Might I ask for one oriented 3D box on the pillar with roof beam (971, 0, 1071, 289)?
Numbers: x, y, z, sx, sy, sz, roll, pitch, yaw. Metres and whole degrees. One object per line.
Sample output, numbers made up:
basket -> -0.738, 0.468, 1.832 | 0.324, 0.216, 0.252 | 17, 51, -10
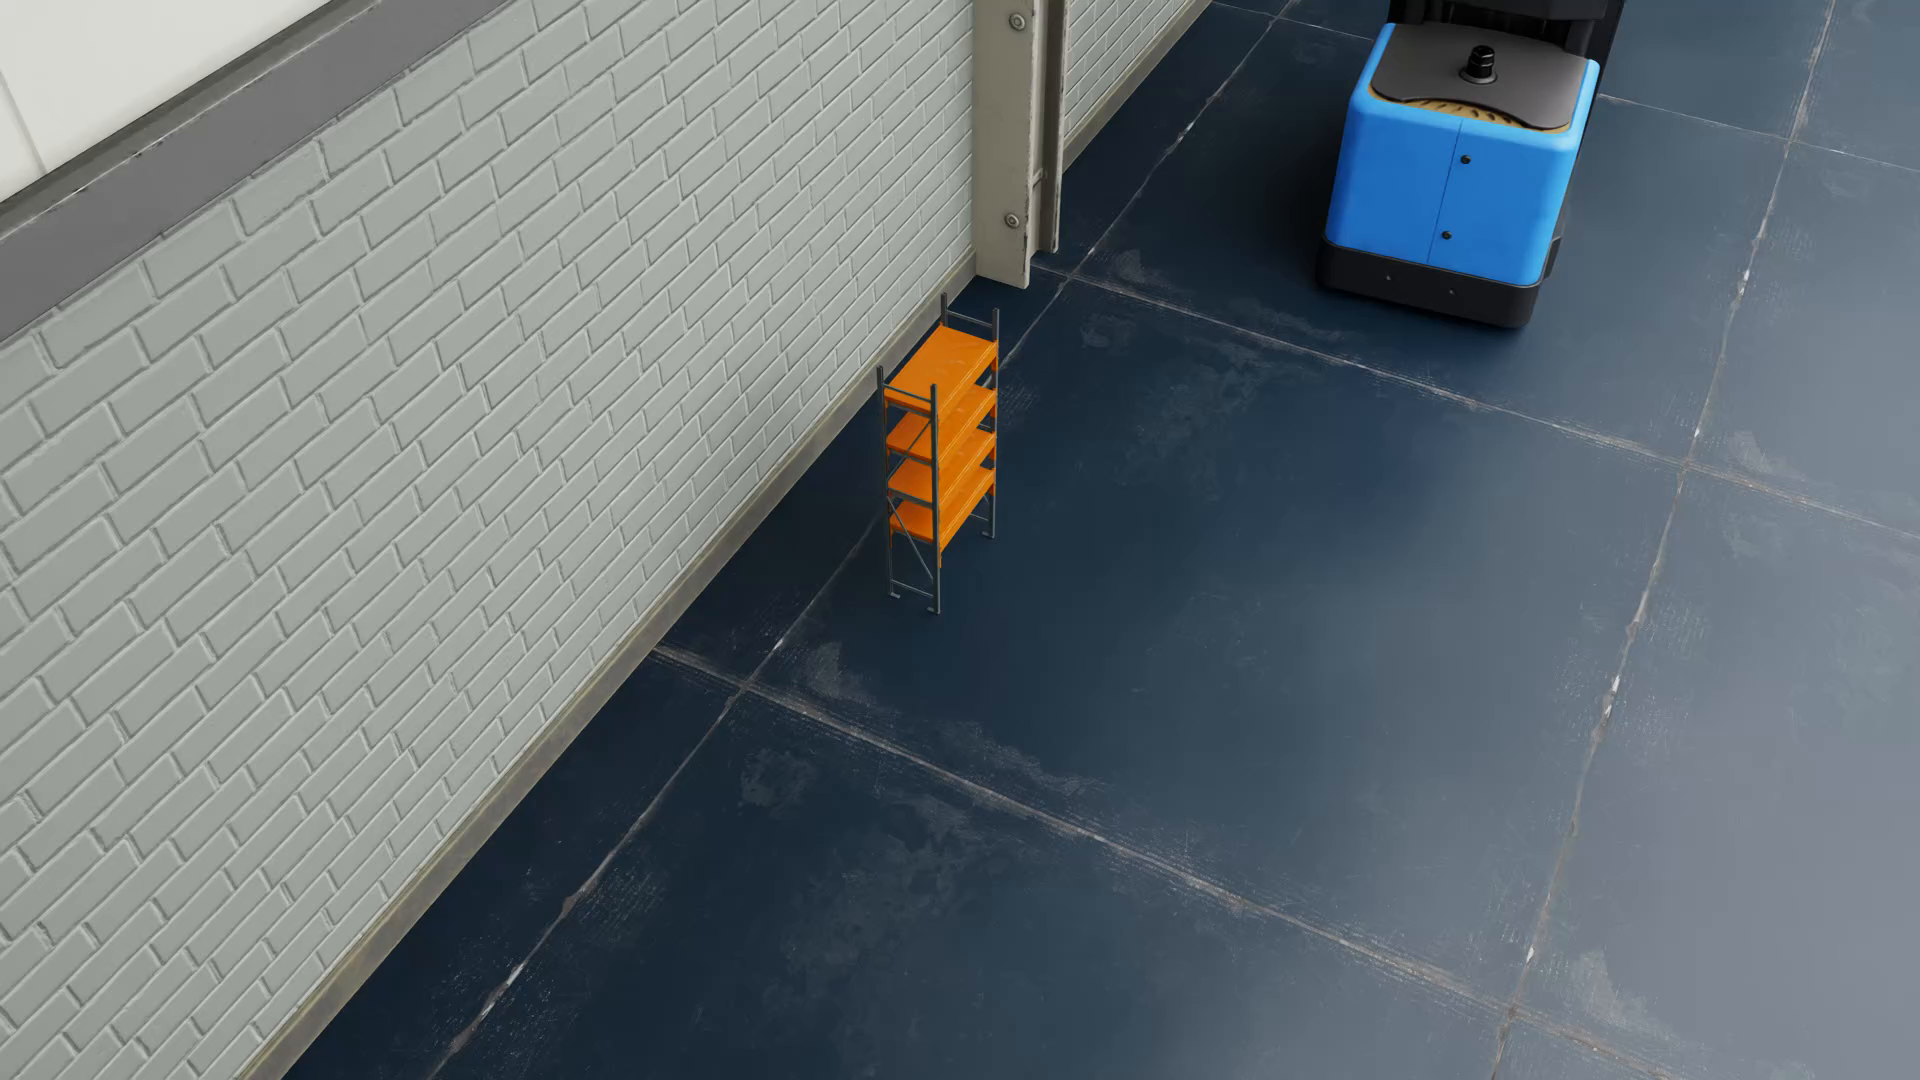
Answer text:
pillar with roof beam -> 4.089, -3.163, 3.829 | 9.100, 9.000, 0.400 | 20, 49, 19

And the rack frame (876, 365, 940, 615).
rack frame -> -0.190, -0.164, 6.348 | 0.240, 1.200, 0.015 | 20, 49, 19

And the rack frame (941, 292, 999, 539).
rack frame -> 0.036, -0.471, 6.652 | 0.240, 1.200, 0.015 | 20, 49, 19

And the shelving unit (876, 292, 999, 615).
shelving unit -> -0.077, -0.317, 6.500 | 0.258, 1.200, 0.503 | 20, 49, 19

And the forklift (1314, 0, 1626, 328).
forklift -> 2.774, -3.105, 8.038 | 1.130, 2.935, 3.031 | 16, 48, 15

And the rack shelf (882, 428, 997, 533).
rack shelf -> -0.077, -0.270, 6.548 | 0.258, 0.148, 0.480 | 20, 49, 19

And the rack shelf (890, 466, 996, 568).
rack shelf -> -0.077, -0.131, 6.689 | 0.258, 0.148, 0.480 | 20, 49, 19

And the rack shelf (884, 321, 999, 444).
rack shelf -> -0.077, -0.594, 6.221 | 0.258, 0.148, 0.480 | 20, 49, 19

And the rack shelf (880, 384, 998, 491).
rack shelf -> -0.077, -0.427, 6.389 | 0.258, 0.148, 0.480 | 20, 49, 19
